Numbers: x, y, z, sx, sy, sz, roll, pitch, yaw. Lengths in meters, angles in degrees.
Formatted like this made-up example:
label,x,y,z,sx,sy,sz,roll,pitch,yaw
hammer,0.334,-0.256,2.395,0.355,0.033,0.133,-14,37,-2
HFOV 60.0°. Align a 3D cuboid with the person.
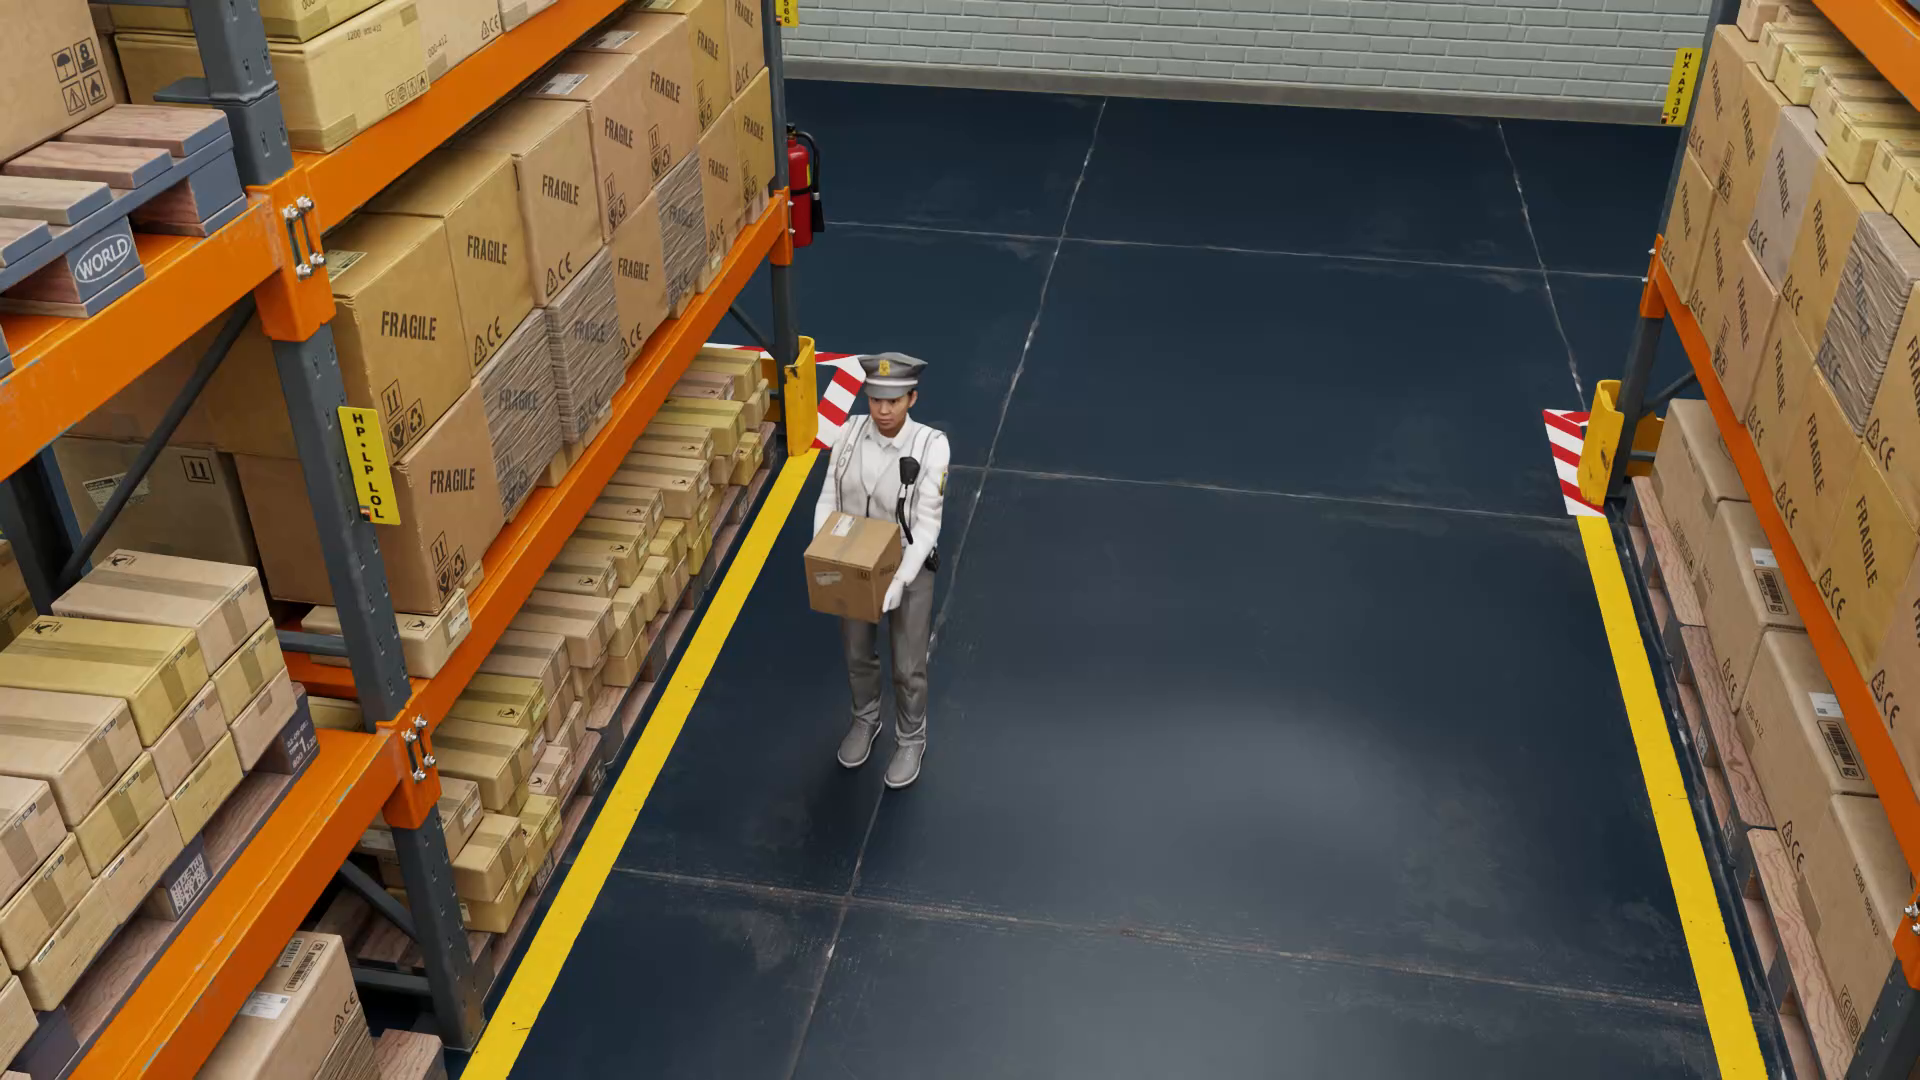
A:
label,x,y,z,sx,sy,sz,roll,pitch,yaw
person,-0.291,0.130,5.914,0.459,1.688,0.543,11,34,17
